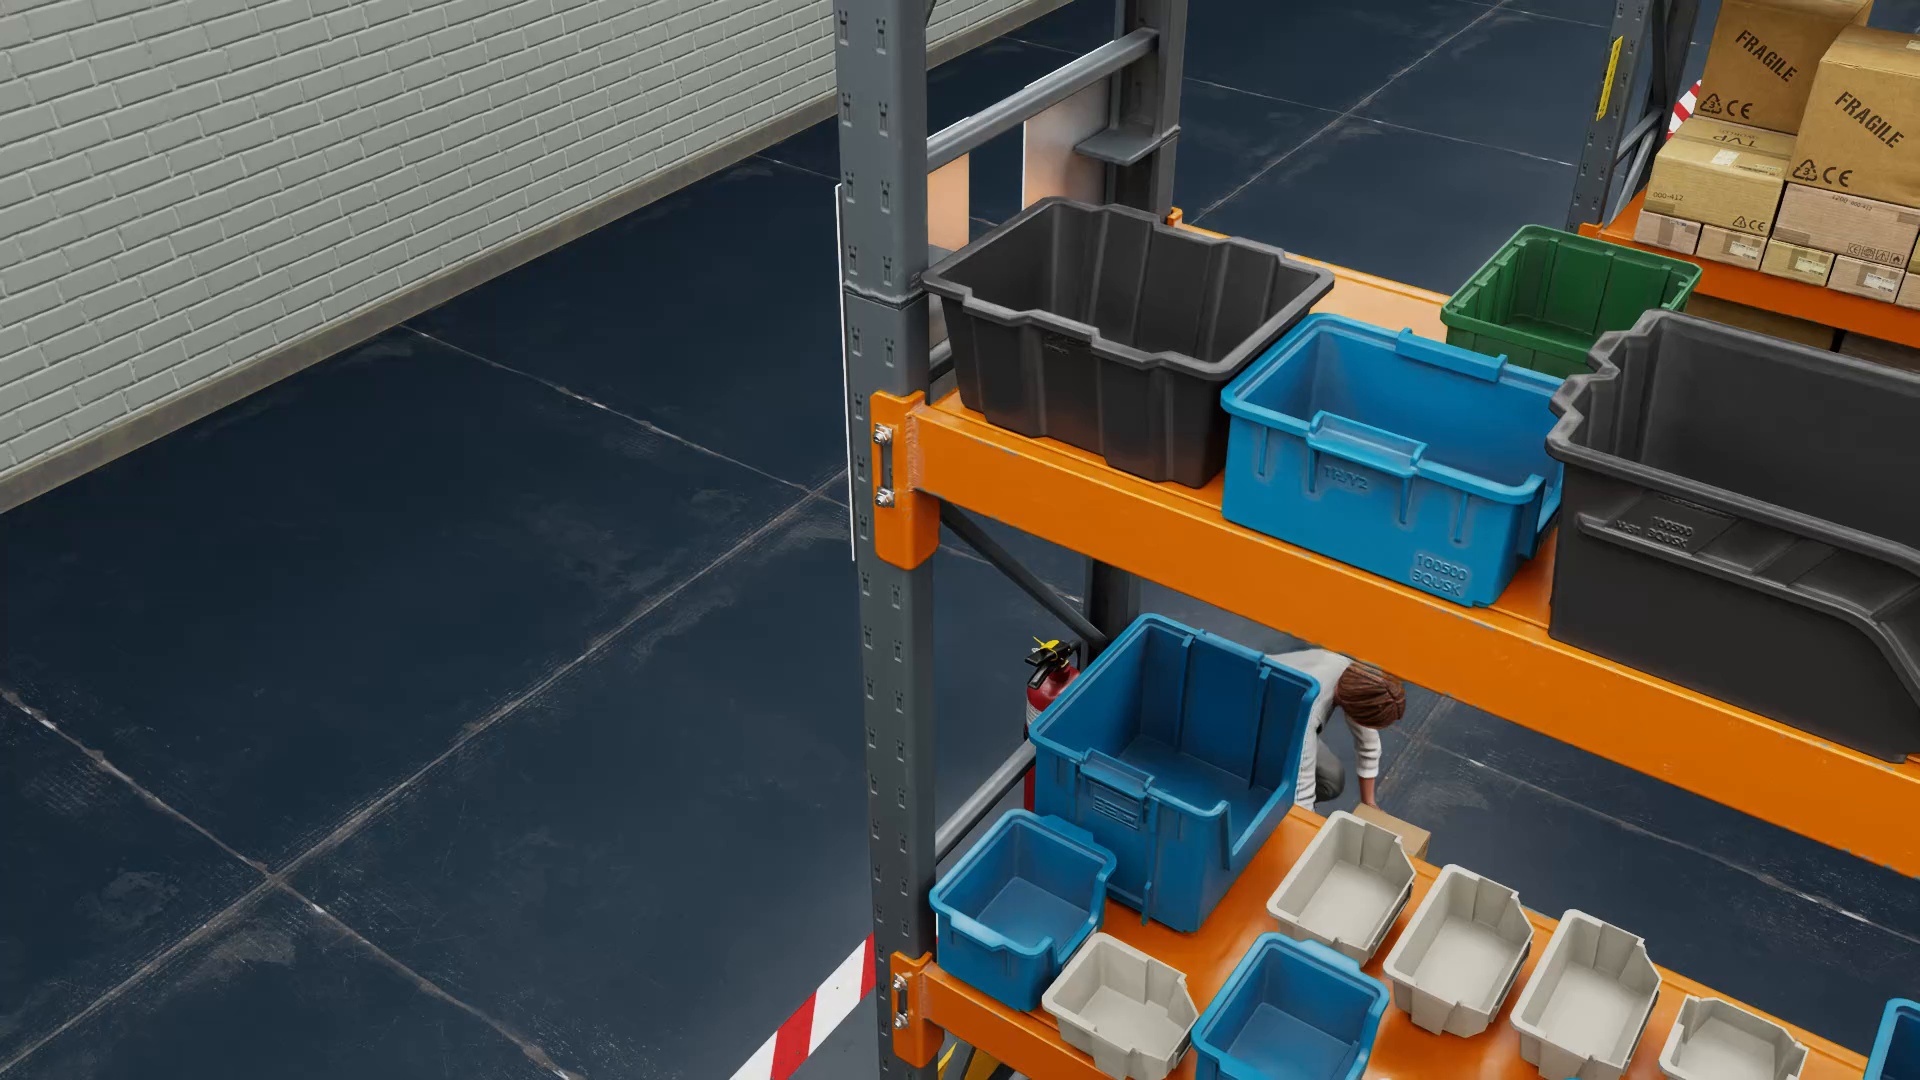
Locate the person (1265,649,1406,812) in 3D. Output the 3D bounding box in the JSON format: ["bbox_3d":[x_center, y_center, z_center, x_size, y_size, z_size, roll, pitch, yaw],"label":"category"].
[{"bbox_3d":[1.107,0.718,5.619,0.454,1.039,0.757,-26,43,-32],"label":"person"}]
